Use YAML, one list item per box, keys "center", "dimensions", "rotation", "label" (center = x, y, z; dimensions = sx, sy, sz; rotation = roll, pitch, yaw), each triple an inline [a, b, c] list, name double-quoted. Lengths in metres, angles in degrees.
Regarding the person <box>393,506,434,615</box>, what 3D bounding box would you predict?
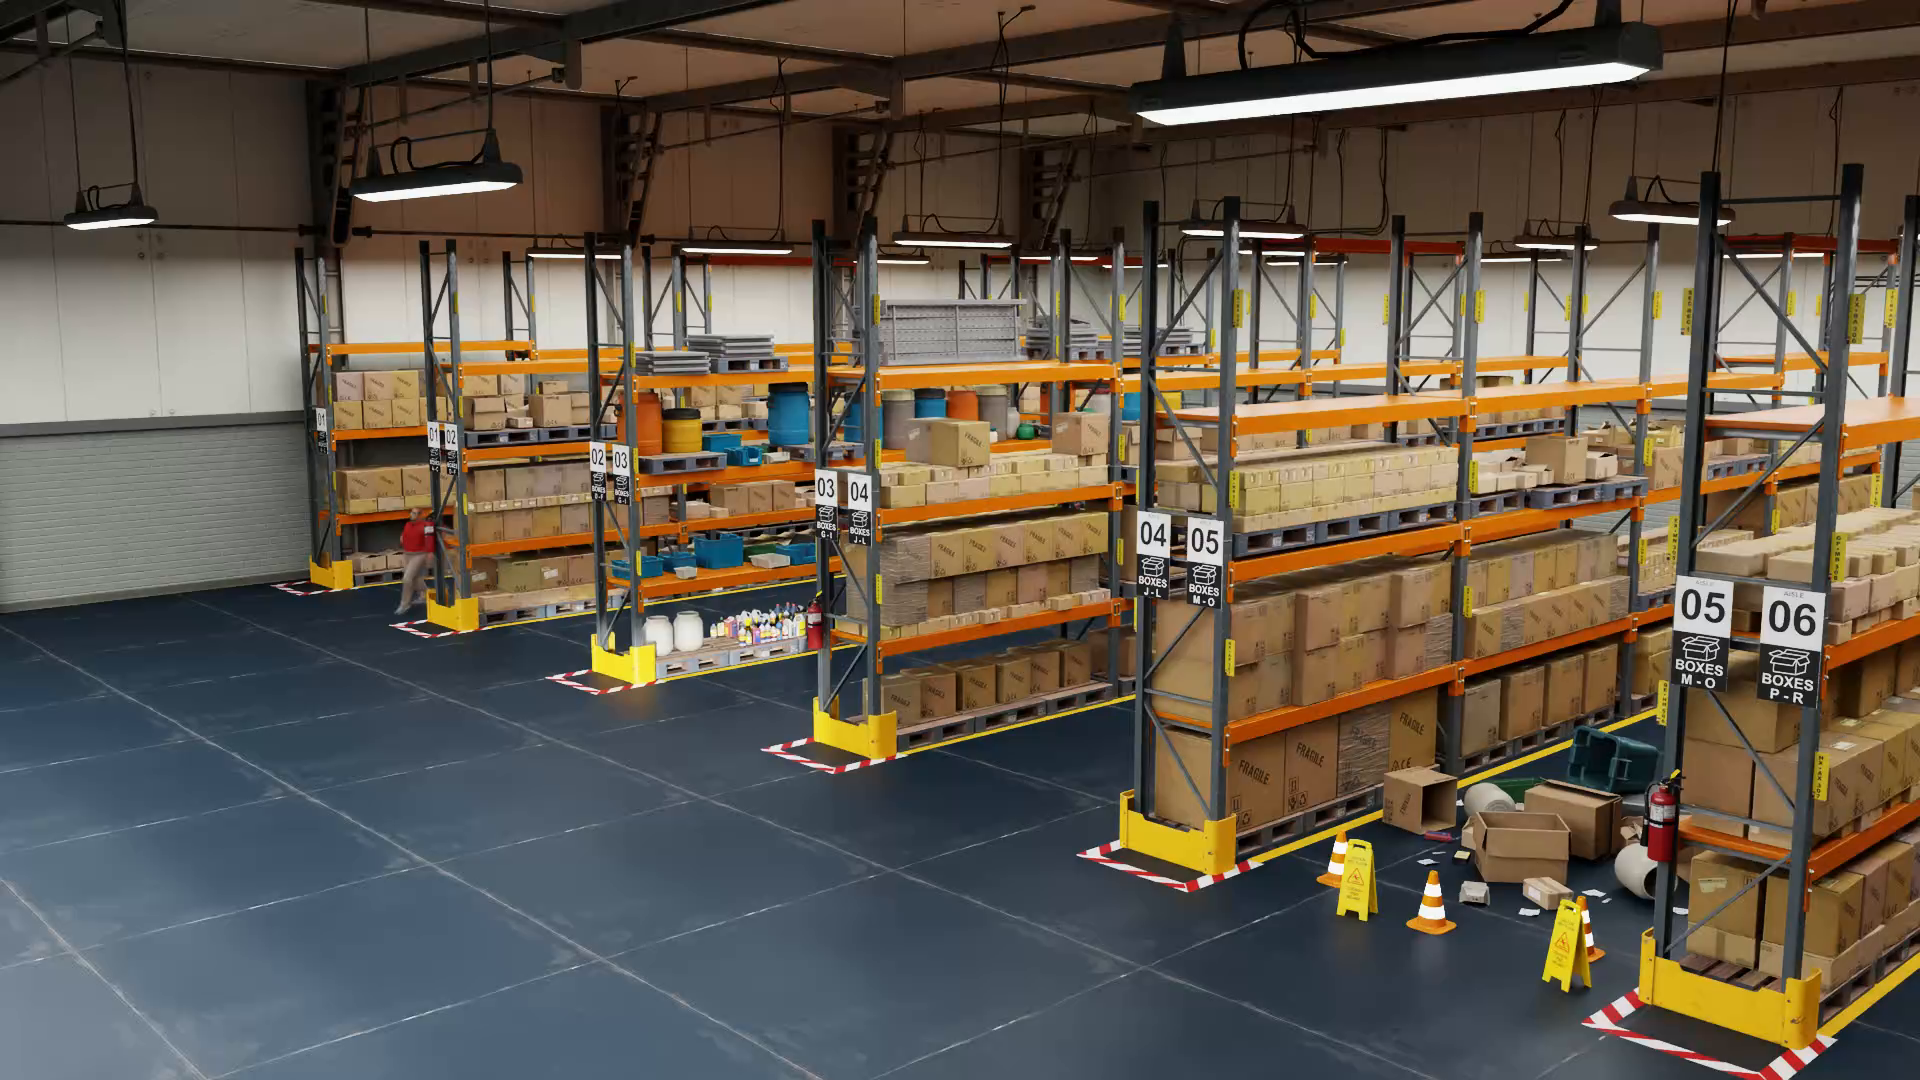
- center: [-8.946, 0.308, 27.327]
  dimensions: [0.723, 1.727, 0.892]
  rotation: [5, 10, 32]
  label: "person"
